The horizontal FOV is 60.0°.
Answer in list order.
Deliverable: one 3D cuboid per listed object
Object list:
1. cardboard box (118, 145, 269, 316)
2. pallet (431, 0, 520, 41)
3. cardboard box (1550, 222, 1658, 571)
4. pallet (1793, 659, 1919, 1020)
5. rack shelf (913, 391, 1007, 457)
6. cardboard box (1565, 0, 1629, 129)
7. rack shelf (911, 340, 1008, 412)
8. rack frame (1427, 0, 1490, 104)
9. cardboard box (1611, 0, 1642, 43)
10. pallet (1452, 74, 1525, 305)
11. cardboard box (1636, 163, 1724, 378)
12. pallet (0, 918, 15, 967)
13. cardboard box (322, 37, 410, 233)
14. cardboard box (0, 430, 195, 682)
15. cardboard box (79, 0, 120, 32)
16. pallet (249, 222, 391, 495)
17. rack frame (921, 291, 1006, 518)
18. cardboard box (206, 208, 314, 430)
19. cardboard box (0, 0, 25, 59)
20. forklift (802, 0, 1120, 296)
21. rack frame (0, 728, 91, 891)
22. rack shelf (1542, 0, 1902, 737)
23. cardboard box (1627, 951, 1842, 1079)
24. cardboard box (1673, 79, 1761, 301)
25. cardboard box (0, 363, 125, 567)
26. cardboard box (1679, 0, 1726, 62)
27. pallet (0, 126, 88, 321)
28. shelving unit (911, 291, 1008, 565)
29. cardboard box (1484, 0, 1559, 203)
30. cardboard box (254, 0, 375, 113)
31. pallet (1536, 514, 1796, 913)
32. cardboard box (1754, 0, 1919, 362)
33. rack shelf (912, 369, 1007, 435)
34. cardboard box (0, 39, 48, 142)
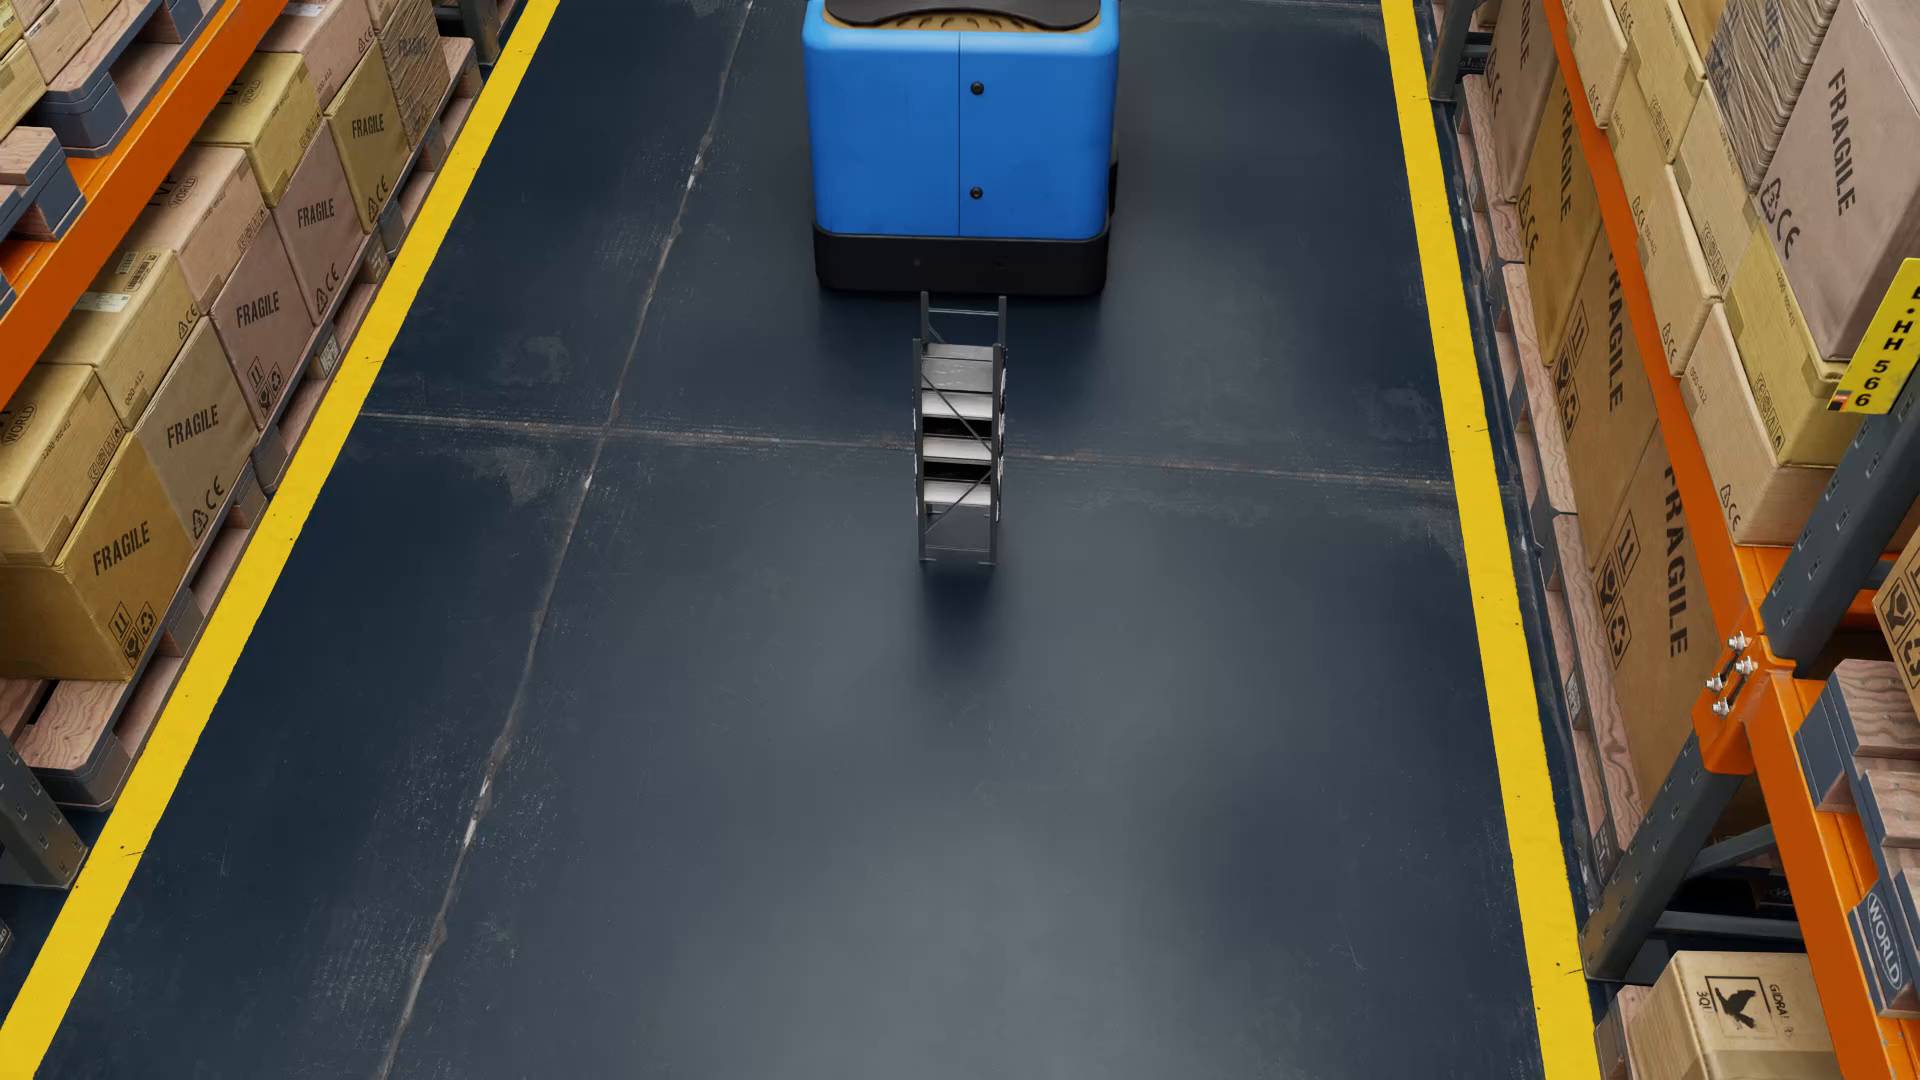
[{"bbox_3d":[-2.440,-0.940,4.978,0.500,0.250,0.500,4,48,4],"label":"cardboard box"},{"bbox_3d":[-2.457,-2.657,7.537,1.003,0.211,1.213,4,48,4],"label":"pallet"},{"bbox_3d":[2.322,-0.486,4.817,0.875,0.875,0.875,4,48,4],"label":"cardboard box"},{"bbox_3d":[2.132,0.692,2.715,1.213,0.211,1.003,4,48,4],"label":"pallet"},{"bbox_3d":[0.001,-0.348,4.882,0.258,0.077,0.200,4,48,4],"label":"rack shelf"},{"bbox_3d":[1.990,-1.365,4.567,0.500,0.250,0.500,3,48,3],"label":"cardboard box"},{"bbox_3d":[0.001,-0.469,4.749,0.258,0.077,0.200,4,48,4],"label":"rack shelf"},{"bbox_3d":[2.456,-2.843,5.818,1.000,3.000,0.127,4,48,4],"label":"rack frame"},{"bbox_3d":[1.999,-1.531,4.381,0.500,0.250,0.500,3,48,2],"label":"cardboard box"},{"bbox_3d":[2.460,-1.330,6.324,1.003,0.211,1.213,4,48,4],"label":"pallet"},{"bbox_3d":[1.909,-0.619,3.885,0.500,0.250,0.500,5,48,4],"label":"cardboard box"},{"bbox_3d":[-2.995,1.353,3.870,1.003,0.211,1.213,4,48,4],"label":"pallet"},{"bbox_3d":[-2.347,-1.462,5.964,0.500,0.500,0.500,3,48,3],"label":"cardboard box"},{"bbox_3d":[-2.529,0.037,4.593,0.500,0.500,0.500,2,48,2],"label":"cardboard box"},{"bbox_3d":[-2.487,-1.509,4.483,0.380,0.149,0.250,4,48,4],"label":"cardboard box"},{"bbox_3d":[-2.661,-0.690,5.738,1.003,0.211,1.213,4,48,4],"label":"pallet"},{"bbox_3d":[0.010,-0.384,4.992,0.240,0.900,0.006,4,48,4],"label":"rack frame"},{"bbox_3d":[-2.445,-0.711,5.277,0.500,0.500,0.500,3,48,3],"label":"cardboard box"},{"bbox_3d":[-2.537,-1.243,4.038,0.380,0.149,0.250,4,48,4],"label":"cardboard box"},{"bbox_3d":[0.059,-2.943,5.955,1.130,2.935,3.031,2,48,2],"label":"forklift"},{"bbox_3d":[-2.848,-0.163,3.366,1.000,3.000,0.127,4,48,4],"label":"rack frame"},{"bbox_3d":[2.273,-1.131,4.739,1.077,0.370,4.000,4,48,4],"label":"rack shelf"},{"bbox_3d":[2.030,1.256,3.565,0.950,0.372,0.625,1,48,1],"label":"cardboard box"},{"bbox_3d":[1.925,-0.772,3.686,0.500,0.250,0.500,3,48,3],"label":"cardboard box"},{"bbox_3d":[-2.544,-0.204,4.305,0.500,0.250,0.500,2,48,2],"label":"cardboard box"},{"bbox_3d":[1.968,-1.415,3.766,0.500,0.500,0.500,4,48,4],"label":"cardboard box"},{"bbox_3d":[-2.889,-0.629,3.922,1.213,0.211,1.003,4,48,4],"label":"pallet"},{"bbox_3d":[0.001,-0.310,4.923,0.258,0.900,0.210,4,48,4],"label":"shelving unit"},{"bbox_3d":[2.479,-1.807,6.025,0.875,0.875,0.875,5,48,5],"label":"cardboard box"},{"bbox_3d":[-2.359,-1.712,5.684,0.500,0.250,0.500,6,48,5],"label":"cardboard box"},{"bbox_3d":[2.238,0.463,4.684,1.003,0.211,1.213,4,48,4],"label":"pallet"},{"bbox_3d":[1.878,-0.673,3.087,0.500,0.500,0.500,3,48,2],"label":"cardboard box"},{"bbox_3d":[0.001,-0.409,4.815,0.258,0.077,0.200,4,48,4],"label":"rack shelf"},{"bbox_3d":[-2.534,-1.129,4.135,0.380,0.149,0.250,6,48,5],"label":"cardboard box"}]
